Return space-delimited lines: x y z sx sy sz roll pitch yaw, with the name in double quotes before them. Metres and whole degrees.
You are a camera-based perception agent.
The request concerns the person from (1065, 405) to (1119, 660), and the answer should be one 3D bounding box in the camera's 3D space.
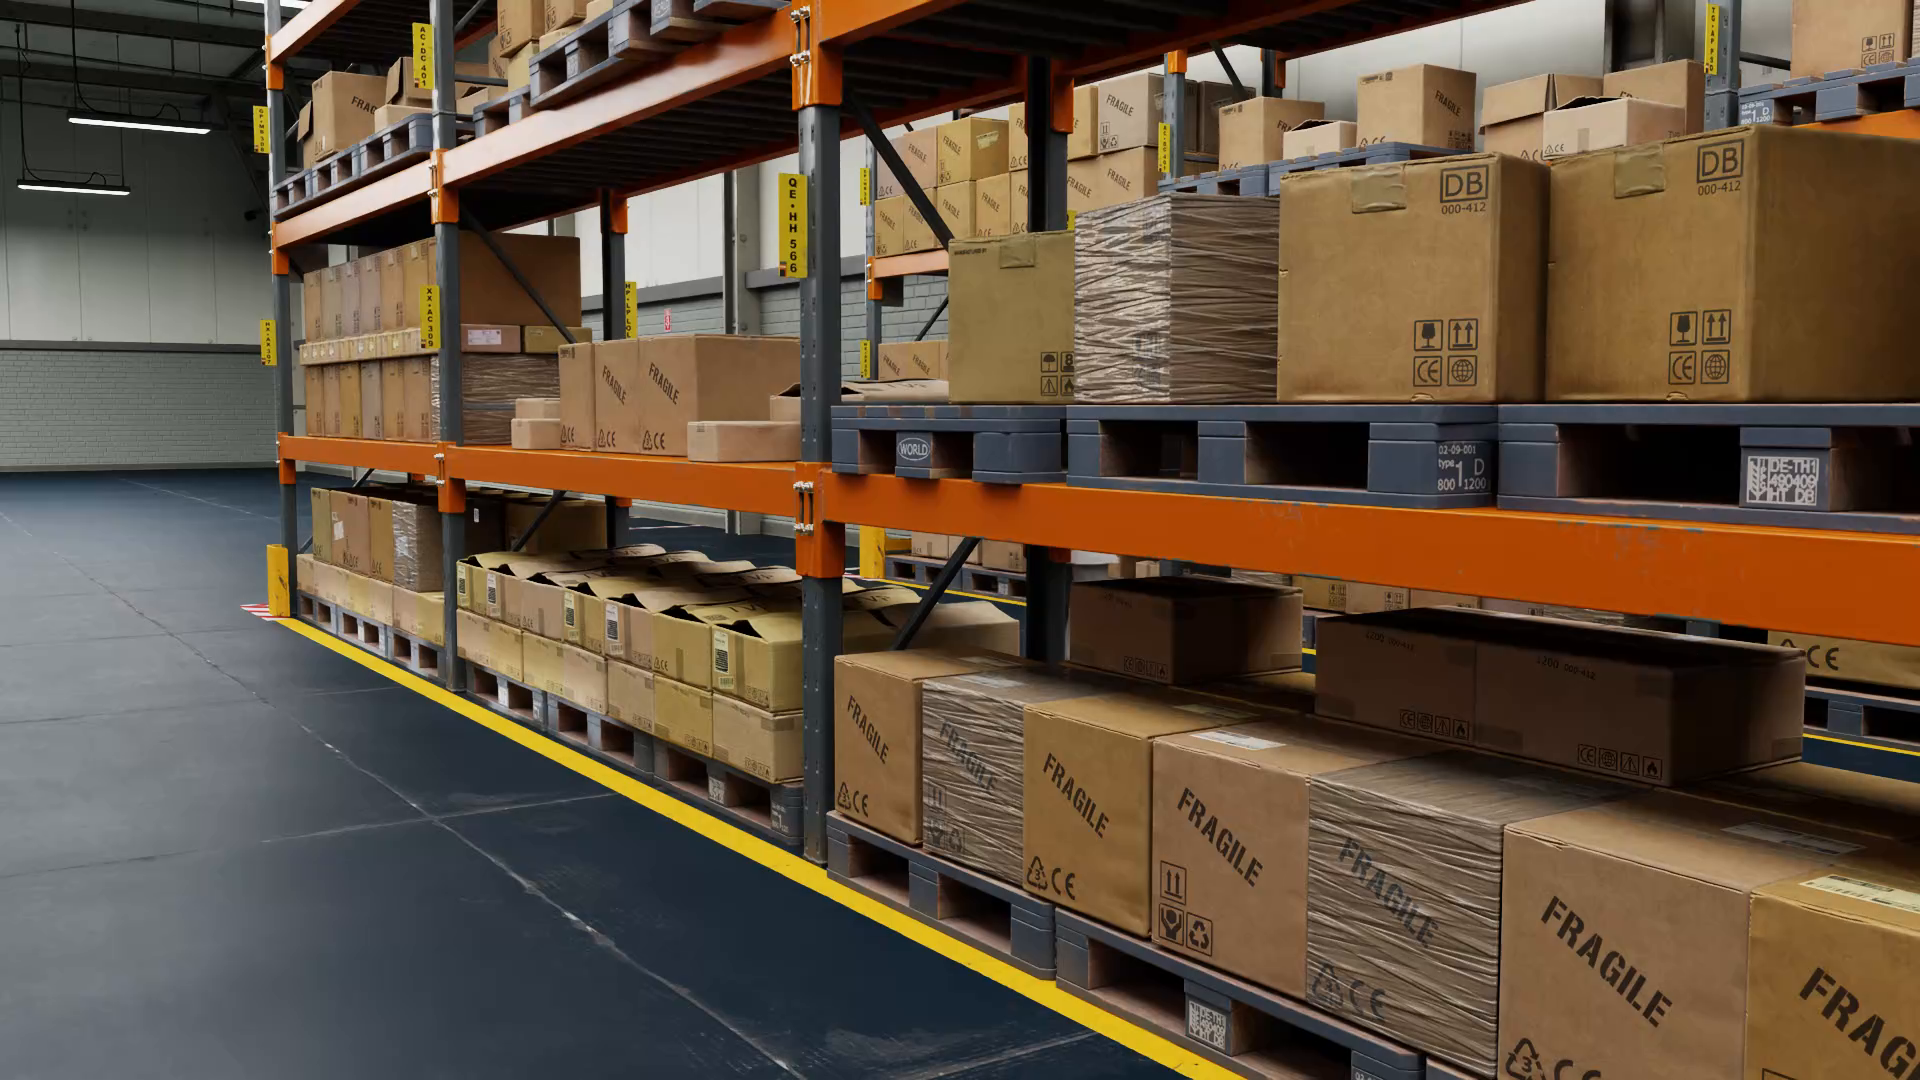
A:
"person" 0.625 -0.088 8.960 0.381 1.791 0.561 -3 5 -32
